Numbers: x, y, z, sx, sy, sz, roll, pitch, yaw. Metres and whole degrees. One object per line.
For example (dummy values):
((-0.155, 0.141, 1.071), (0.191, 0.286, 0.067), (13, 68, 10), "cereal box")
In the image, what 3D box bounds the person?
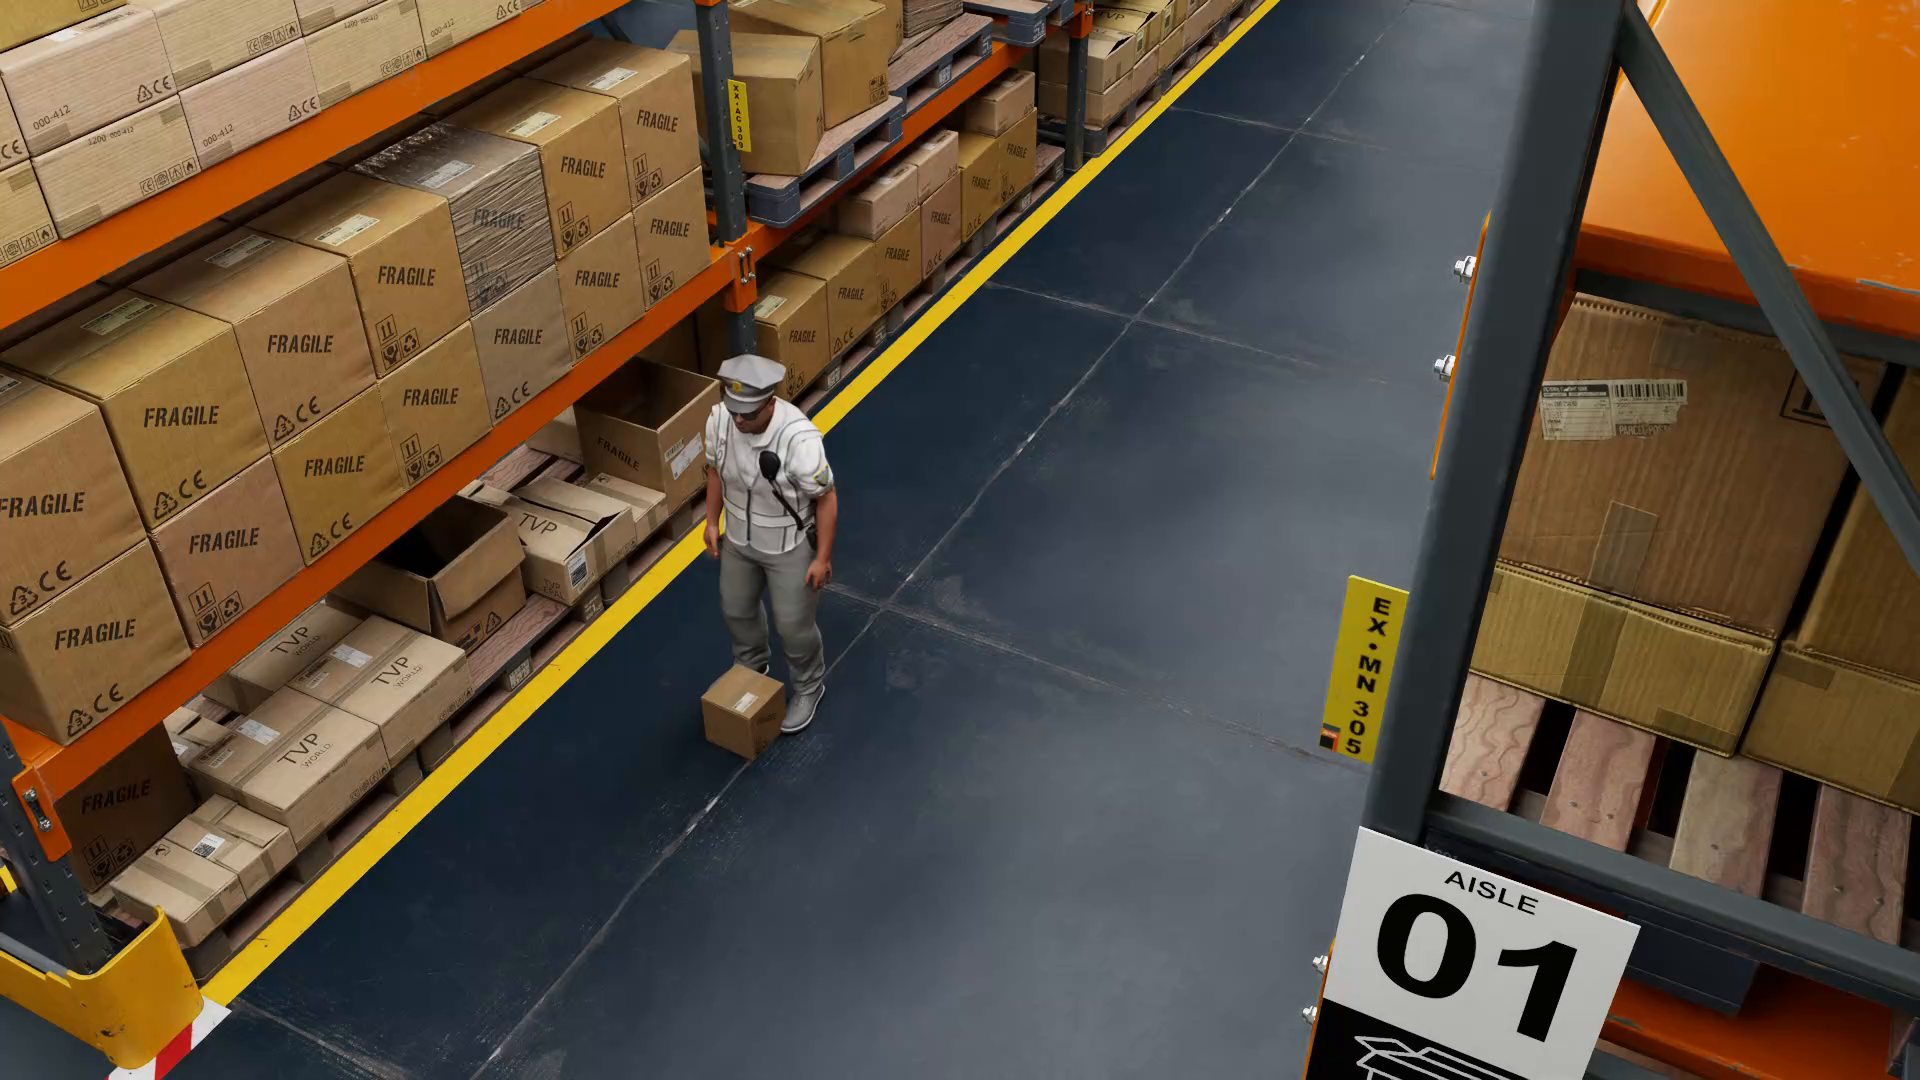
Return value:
((-0.770, -0.013, 6.761), (0.604, 1.747, 0.437), (17, 41, 21), "person")
